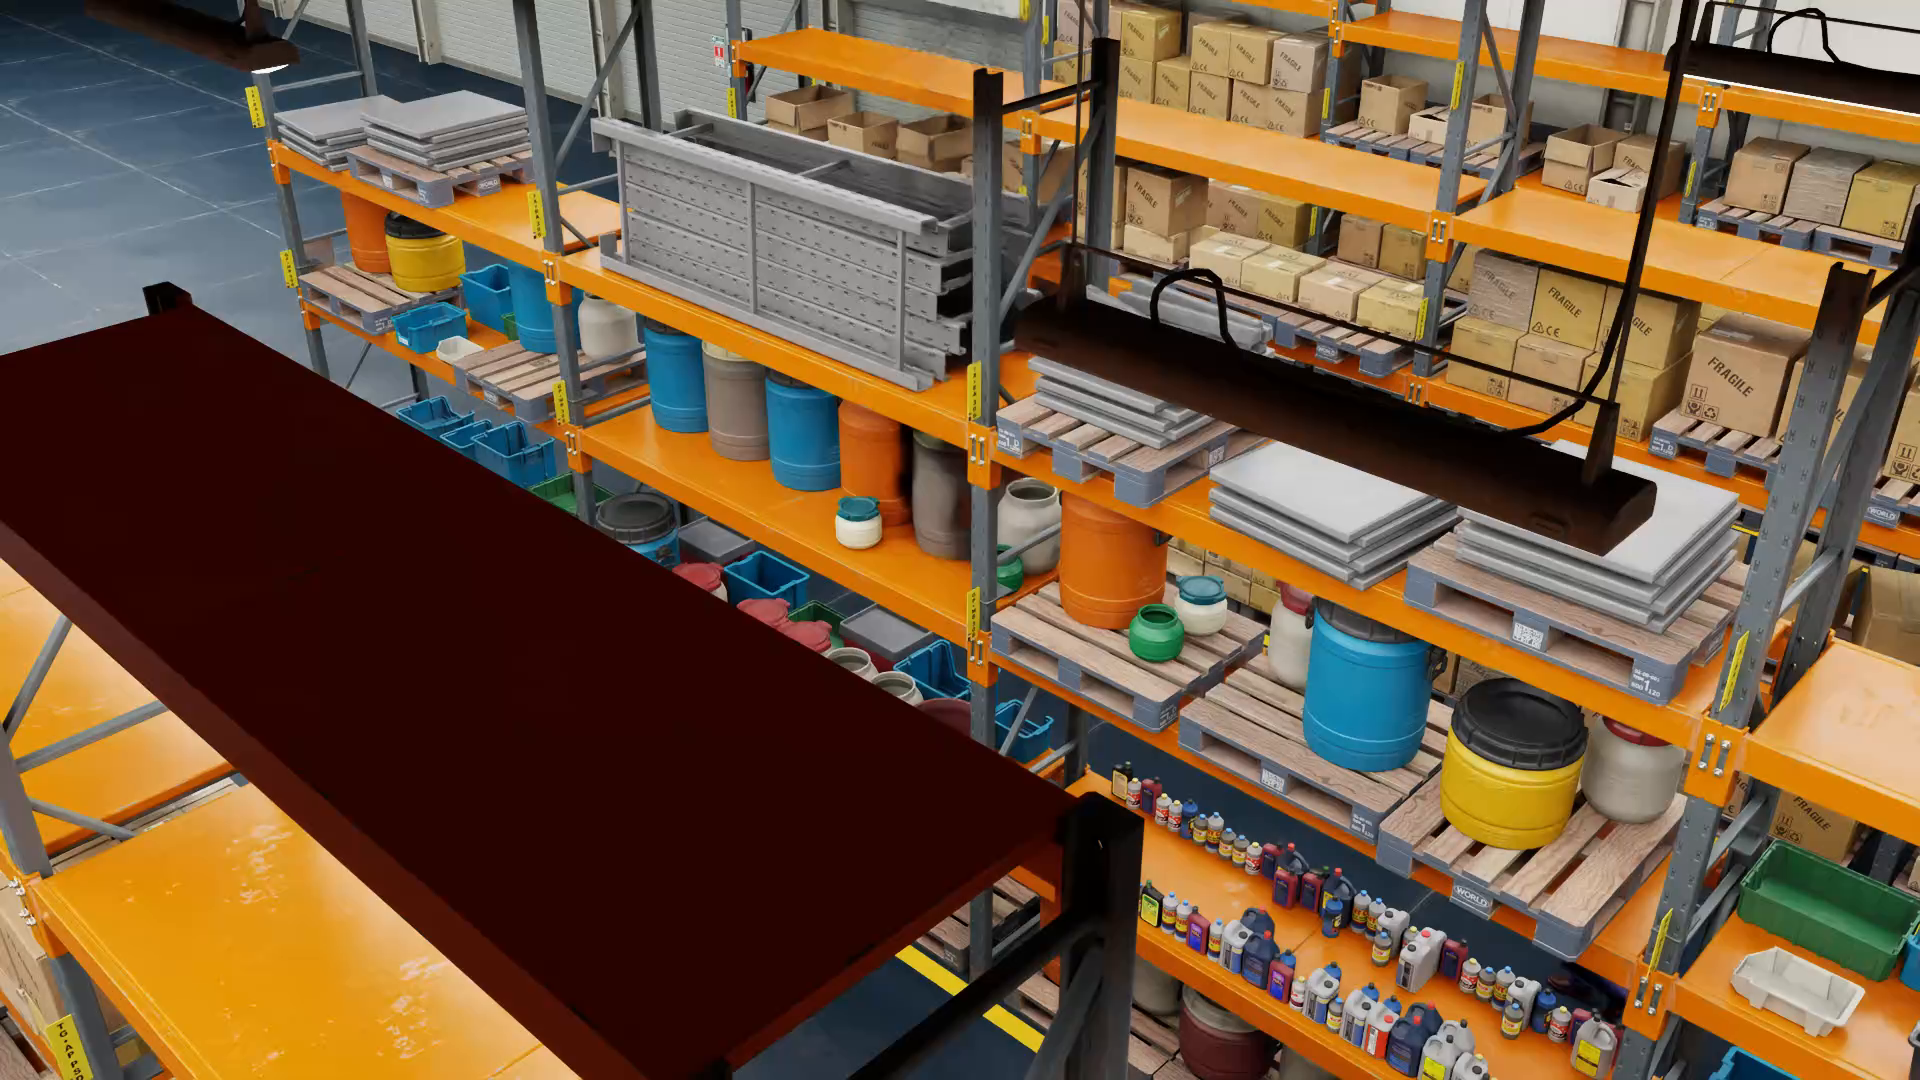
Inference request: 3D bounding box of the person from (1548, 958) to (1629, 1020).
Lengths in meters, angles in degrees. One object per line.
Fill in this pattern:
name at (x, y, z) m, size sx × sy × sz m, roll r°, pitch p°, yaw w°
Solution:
person at (4.116, 2.334, 10.477) m, size 0.599 × 1.585 × 0.594 m, roll 26°, pitch 38°, yaw 38°
